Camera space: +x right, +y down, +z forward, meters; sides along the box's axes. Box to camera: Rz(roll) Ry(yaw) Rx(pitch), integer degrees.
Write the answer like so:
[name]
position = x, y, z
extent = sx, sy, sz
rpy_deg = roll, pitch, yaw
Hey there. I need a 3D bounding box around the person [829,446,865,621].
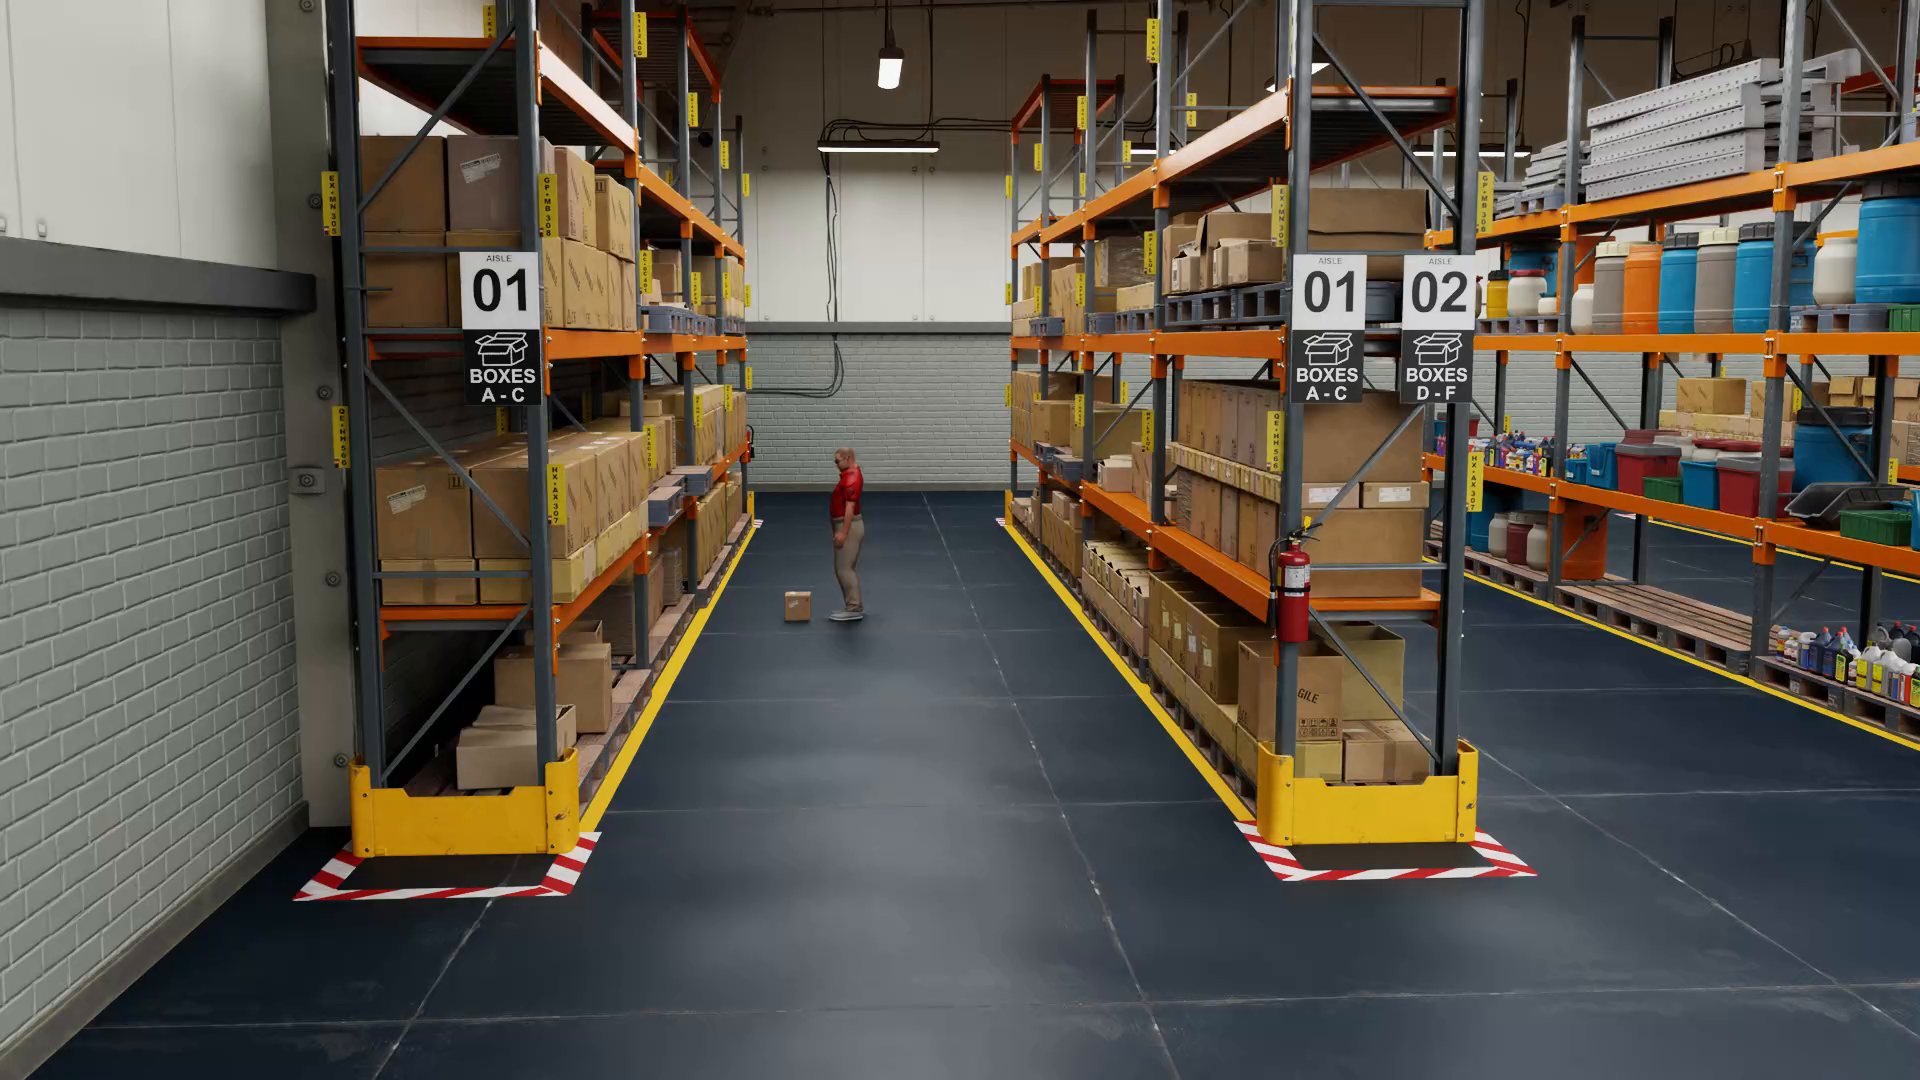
[person]
position = -1.119, -0.066, 16.452
extent = 0.357, 1.723, 0.532
rpy_deg = 0, 7, -3
